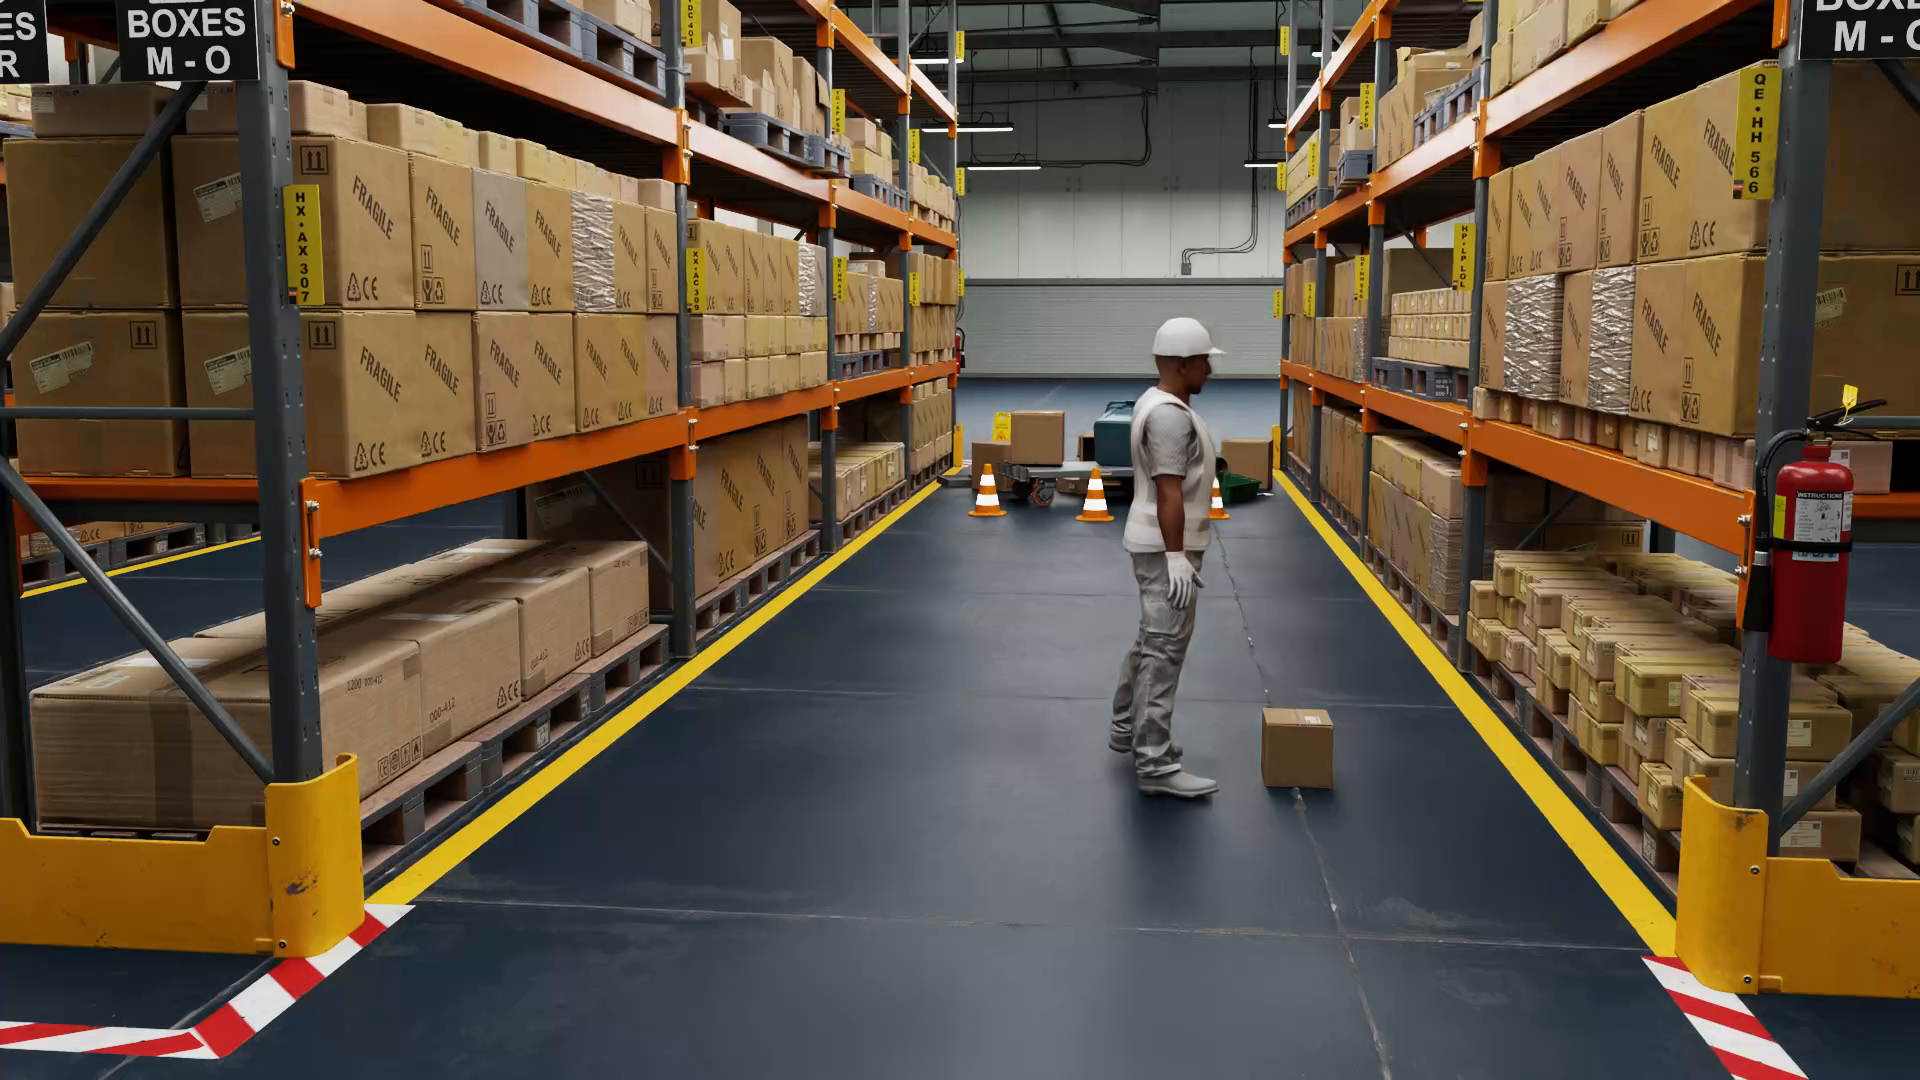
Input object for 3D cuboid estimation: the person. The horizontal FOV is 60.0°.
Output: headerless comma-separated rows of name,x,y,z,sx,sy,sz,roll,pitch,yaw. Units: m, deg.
person,0.788,0.044,6.414,0.428,1.788,0.708,1,8,7
